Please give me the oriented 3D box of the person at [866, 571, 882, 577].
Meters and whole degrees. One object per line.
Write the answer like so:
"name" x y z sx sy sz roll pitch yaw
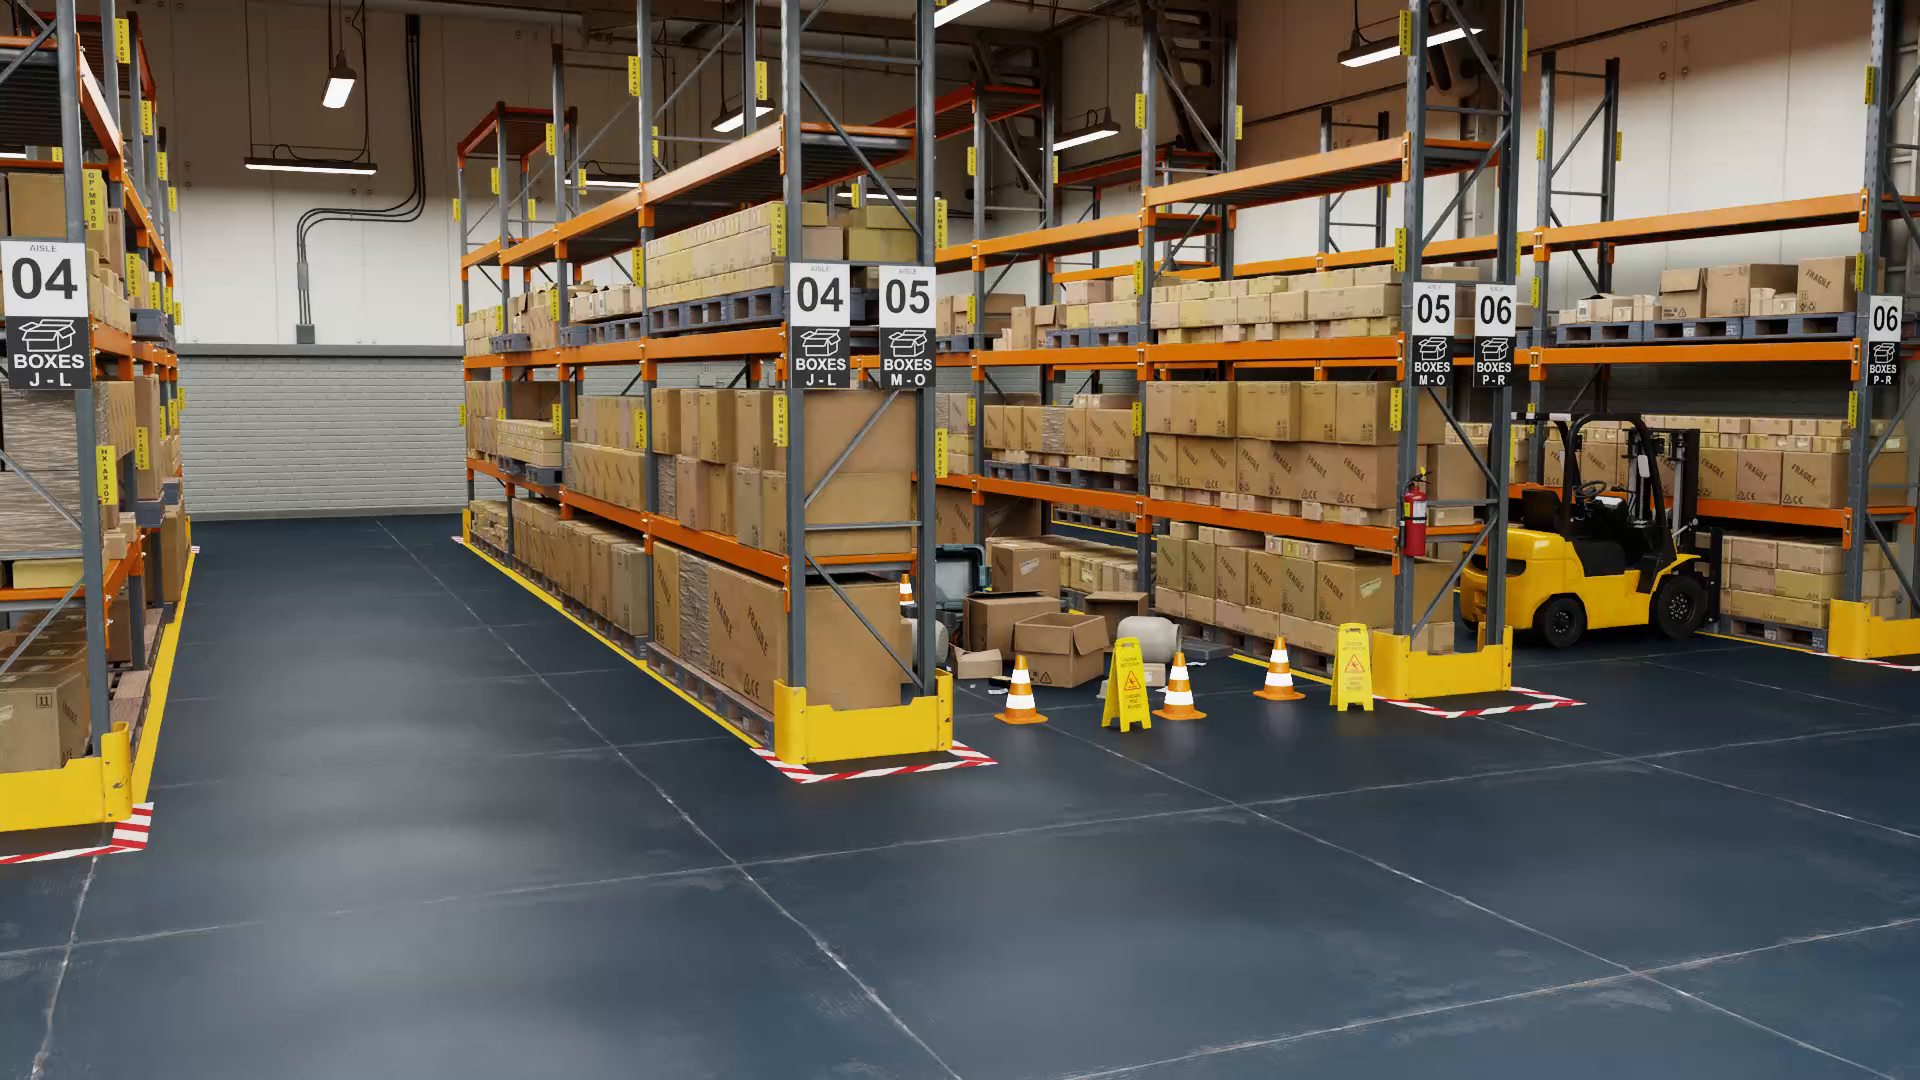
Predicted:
"person" -0.913 -0.018 17.166 0.362 1.671 0.519 -3 6 -27
